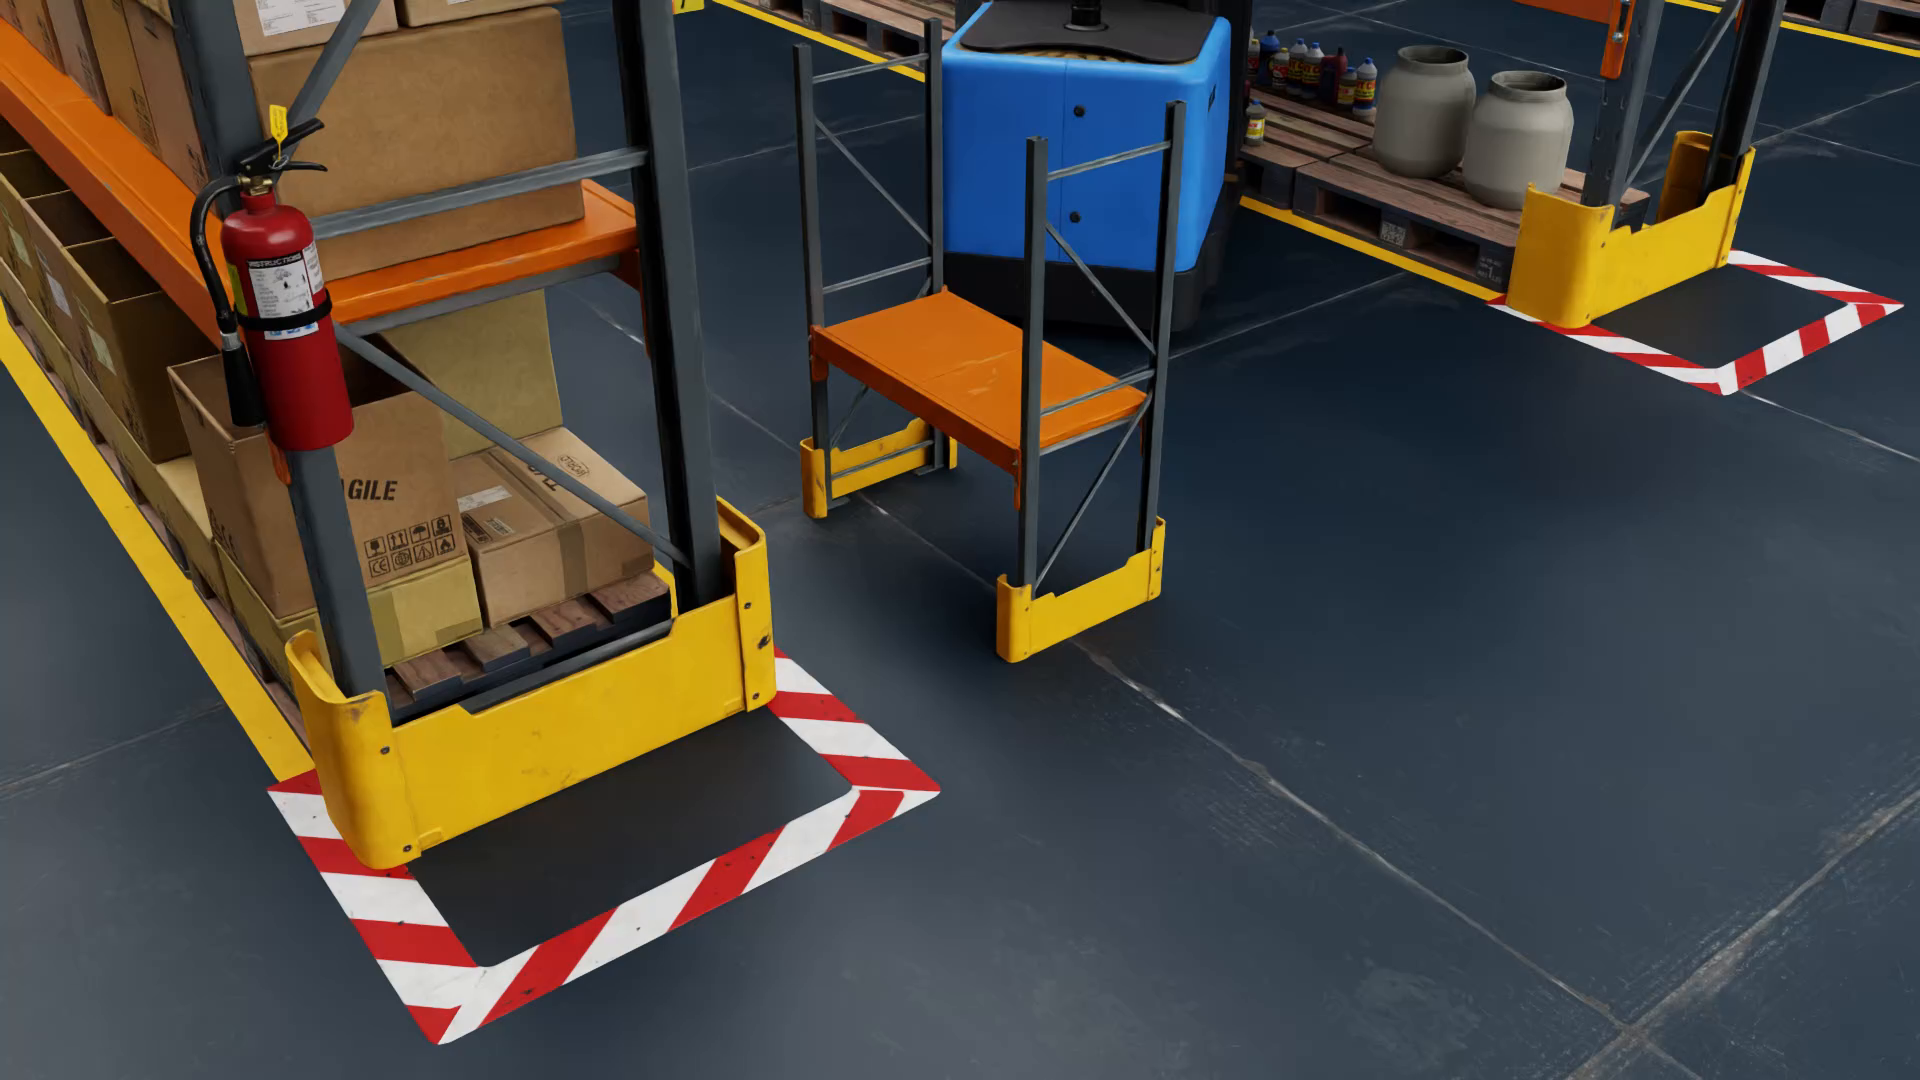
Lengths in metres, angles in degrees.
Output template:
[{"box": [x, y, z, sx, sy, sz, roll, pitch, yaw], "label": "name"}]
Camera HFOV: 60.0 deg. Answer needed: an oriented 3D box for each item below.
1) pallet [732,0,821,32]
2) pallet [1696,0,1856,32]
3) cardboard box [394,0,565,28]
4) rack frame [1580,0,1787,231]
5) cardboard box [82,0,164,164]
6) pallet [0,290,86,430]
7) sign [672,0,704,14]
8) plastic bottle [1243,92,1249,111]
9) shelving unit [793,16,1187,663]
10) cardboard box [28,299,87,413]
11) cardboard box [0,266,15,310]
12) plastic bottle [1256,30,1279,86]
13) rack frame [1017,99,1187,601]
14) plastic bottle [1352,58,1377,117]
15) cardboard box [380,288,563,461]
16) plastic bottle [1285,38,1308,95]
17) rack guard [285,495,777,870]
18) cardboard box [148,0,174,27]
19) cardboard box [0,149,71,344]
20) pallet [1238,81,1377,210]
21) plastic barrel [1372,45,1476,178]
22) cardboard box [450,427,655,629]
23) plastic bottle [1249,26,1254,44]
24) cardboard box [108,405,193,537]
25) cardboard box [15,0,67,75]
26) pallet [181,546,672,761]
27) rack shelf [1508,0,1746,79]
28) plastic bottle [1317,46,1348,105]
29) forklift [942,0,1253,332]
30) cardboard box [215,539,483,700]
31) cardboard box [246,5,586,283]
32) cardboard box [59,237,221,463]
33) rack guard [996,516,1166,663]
[{"box": [-0.862, -3.649, 10.925, 1.003, 0.211, 1.213, -22, 38, -31], "label": "pallet"}, {"box": [5.507, -3.650, 10.927, 1.003, 0.211, 1.213, -22, 38, -31], "label": "pallet"}, {"box": [-1.130, -1.293, 3.779, 0.380, 0.149, 0.250, -23, 38, -32], "label": "cardboard box"}, {"box": [2.855, -2.343, 6.179, 1.000, 3.000, 0.127, -22, 38, -31], "label": "rack frame"}, {"box": [-1.961, -1.409, 4.581, 0.700, 0.500, 0.500, -22, 38, -31], "label": "cardboard box"}, {"box": [-3.058, -0.879, 6.465, 1.003, 0.211, 1.213, -22, 38, -31], "label": "pallet"}, {"box": [-0.617, -1.320, 3.637, 0.100, 0.325, 0.005, -22, 38, -31], "label": "sign"}, {"box": [1.297, -2.042, 7.852, 0.061, 0.283, 0.133, -21, 38, -30], "label": "plastic bottle"}, {"box": [0.047, -0.605, 4.803, 0.587, 1.500, 1.083, -22, 38, -31], "label": "shelving unit"}, {"box": [-2.862, -0.708, 5.754, 0.500, 0.250, 0.500, -22, 38, -31], "label": "cardboard box"}, {"box": [-3.468, -1.128, 6.431, 0.500, 0.250, 0.500, -22, 38, -31], "label": "cardboard box"}, {"box": [1.594, -2.496, 8.595, 0.097, 0.271, 0.097, 0, 32, 0], "label": "plastic bottle"}, {"box": [0.364, -0.390, 4.456, 0.500, 1.500, 0.032, -22, 38, -31], "label": "rack frame"}, {"box": [1.990, -2.227, 8.161, 0.097, 0.271, 0.097, 0, 32, 0], "label": "plastic bottle"}, {"box": [-1.521, -0.574, 4.828, 0.500, 0.500, 0.500, -22, 38, -31], "label": "cardboard box"}, {"box": [1.718, -2.411, 8.459, 0.097, 0.271, 0.097, 0, 32, 0], "label": "plastic bottle"}, {"box": [-1.045, 0.330, 4.244, 1.175, 0.500, 0.348, -22, 38, -31], "label": "rack guard"}, {"box": [-1.606, -1.266, 3.736, 0.380, 0.149, 0.250, -21, 38, -30], "label": "cardboard box"}, {"box": [-2.862, -1.026, 5.557, 0.500, 0.500, 0.500, -22, 38, -31], "label": "cardboard box"}, {"box": [1.534, -2.023, 8.307, 1.003, 0.211, 1.213, -22, 38, -31], "label": "pallet"}, {"box": [2.084, -1.923, 7.463, 0.421, 0.512, 0.421, 0, 32, 0], "label": "plastic barrel"}, {"box": [-1.213, -0.047, 4.691, 0.500, 0.250, 0.500, -22, 38, -31], "label": "cardboard box"}, {"box": [1.437, -2.581, 8.727, 0.152, 0.276, 0.135, -22, 38, -31], "label": "plastic bottle"}, {"box": [-2.246, -0.292, 5.085, 0.500, 0.250, 0.500, -22, 38, -31], "label": "cardboard box"}, {"box": [-2.602, -1.840, 5.275, 0.700, 0.500, 0.500, -22, 38, -31], "label": "cardboard box"}, {"box": [-1.562, 0.138, 4.828, 1.003, 0.211, 1.213, -22, 38, -31], "label": "pallet"}, {"box": [1.629, -2.871, 7.711, 1.077, 0.370, 4.000, -22, 38, -31], "label": "rack shelf"}, {"box": [1.865, -2.332, 8.320, 0.061, 0.283, 0.133, -22, 38, -31], "label": "plastic bottle"}, {"box": [0.744, -2.815, 7.004, 1.130, 2.935, 3.031, 8, 33, 12], "label": "forklift"}, {"box": [-1.622, 0.120, 4.422, 0.500, 0.250, 0.500, -22, 38, -31], "label": "cardboard box"}, {"box": [-1.336, -0.983, 3.895, 0.700, 0.500, 0.500, -22, 38, -31], "label": "cardboard box"}, {"box": [-2.248, -0.610, 4.886, 0.500, 0.500, 0.500, -22, 38, -31], "label": "cardboard box"}, {"box": [0.352, 0.133, 4.799, 0.587, 0.250, 0.087, -22, 38, -31], "label": "rack guard"}]
